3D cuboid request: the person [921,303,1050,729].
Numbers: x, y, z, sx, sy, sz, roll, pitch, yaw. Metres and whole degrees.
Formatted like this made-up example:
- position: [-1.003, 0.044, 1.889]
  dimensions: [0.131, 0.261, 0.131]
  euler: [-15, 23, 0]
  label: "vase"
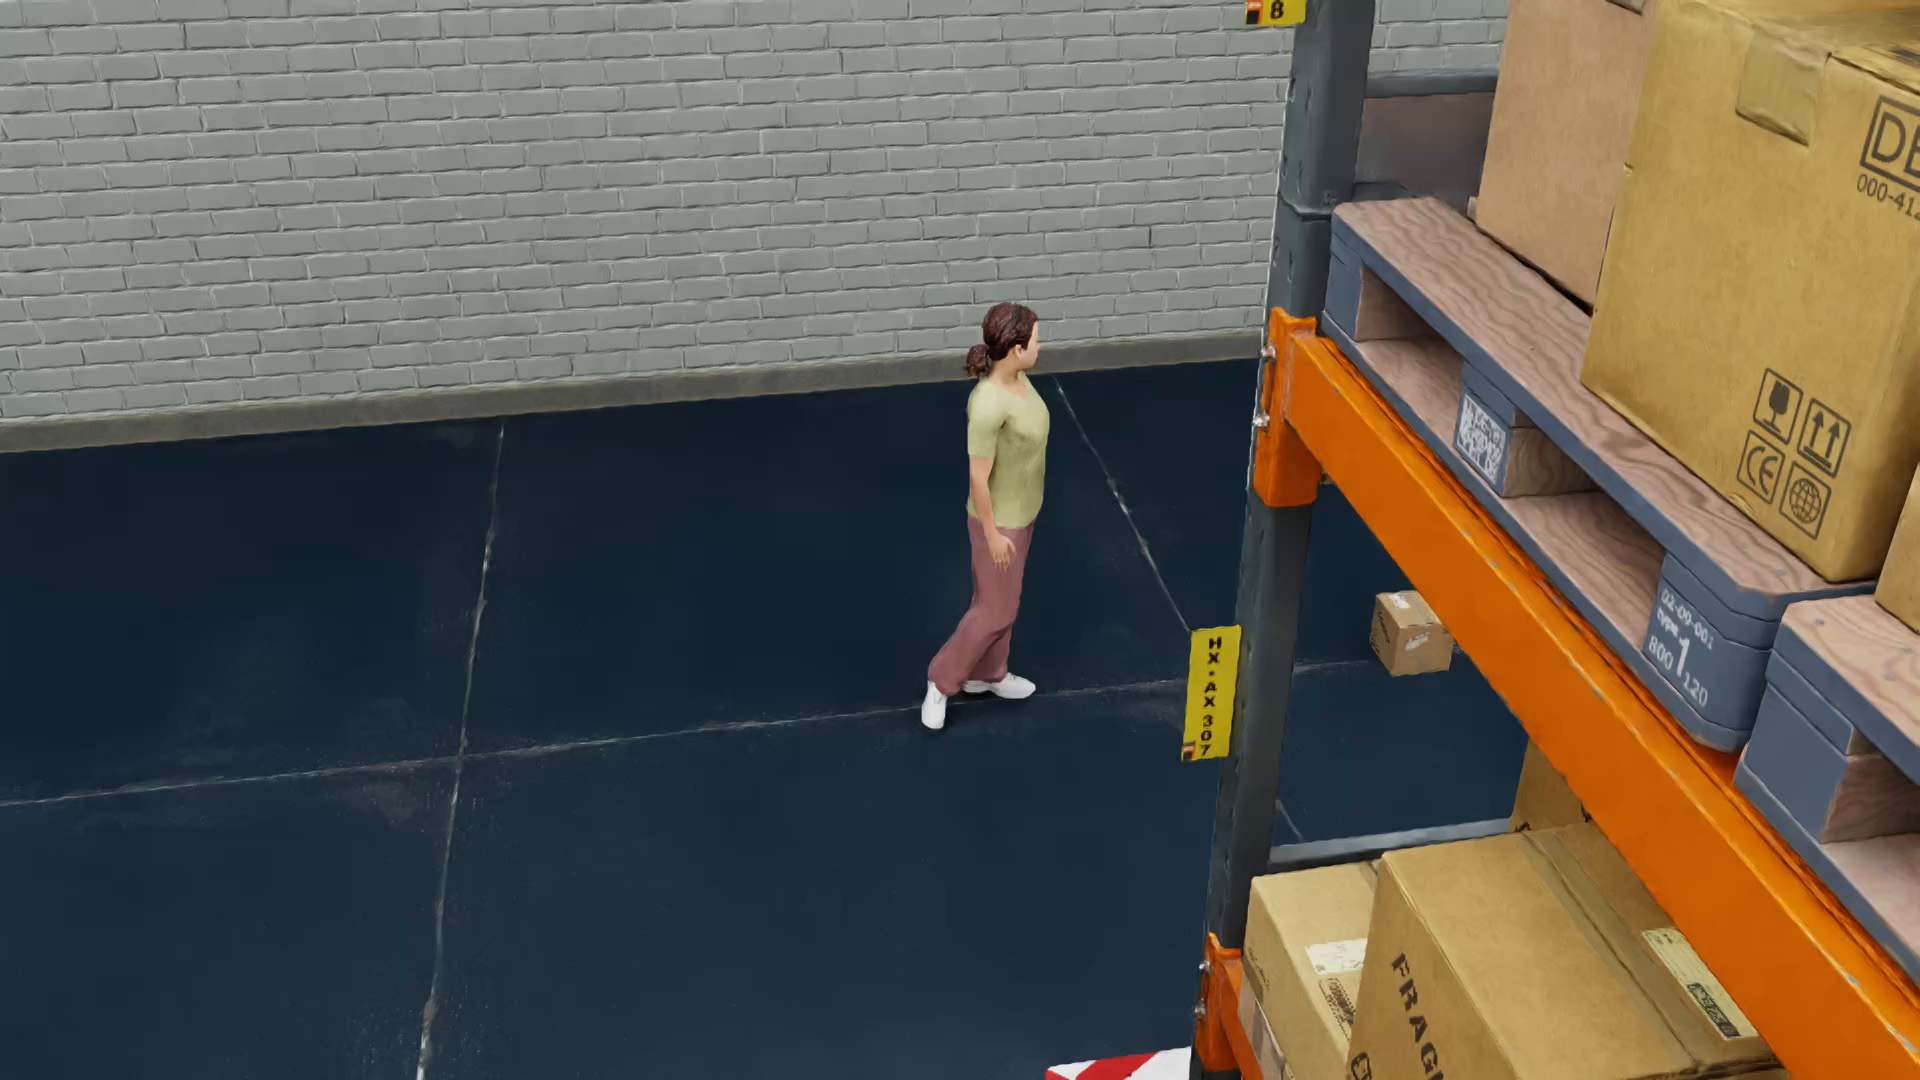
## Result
- position: [0.092, -0.077, 6.231]
  dimensions: [0.409, 1.667, 0.630]
  euler: [11, 33, 18]
  label: "person"
